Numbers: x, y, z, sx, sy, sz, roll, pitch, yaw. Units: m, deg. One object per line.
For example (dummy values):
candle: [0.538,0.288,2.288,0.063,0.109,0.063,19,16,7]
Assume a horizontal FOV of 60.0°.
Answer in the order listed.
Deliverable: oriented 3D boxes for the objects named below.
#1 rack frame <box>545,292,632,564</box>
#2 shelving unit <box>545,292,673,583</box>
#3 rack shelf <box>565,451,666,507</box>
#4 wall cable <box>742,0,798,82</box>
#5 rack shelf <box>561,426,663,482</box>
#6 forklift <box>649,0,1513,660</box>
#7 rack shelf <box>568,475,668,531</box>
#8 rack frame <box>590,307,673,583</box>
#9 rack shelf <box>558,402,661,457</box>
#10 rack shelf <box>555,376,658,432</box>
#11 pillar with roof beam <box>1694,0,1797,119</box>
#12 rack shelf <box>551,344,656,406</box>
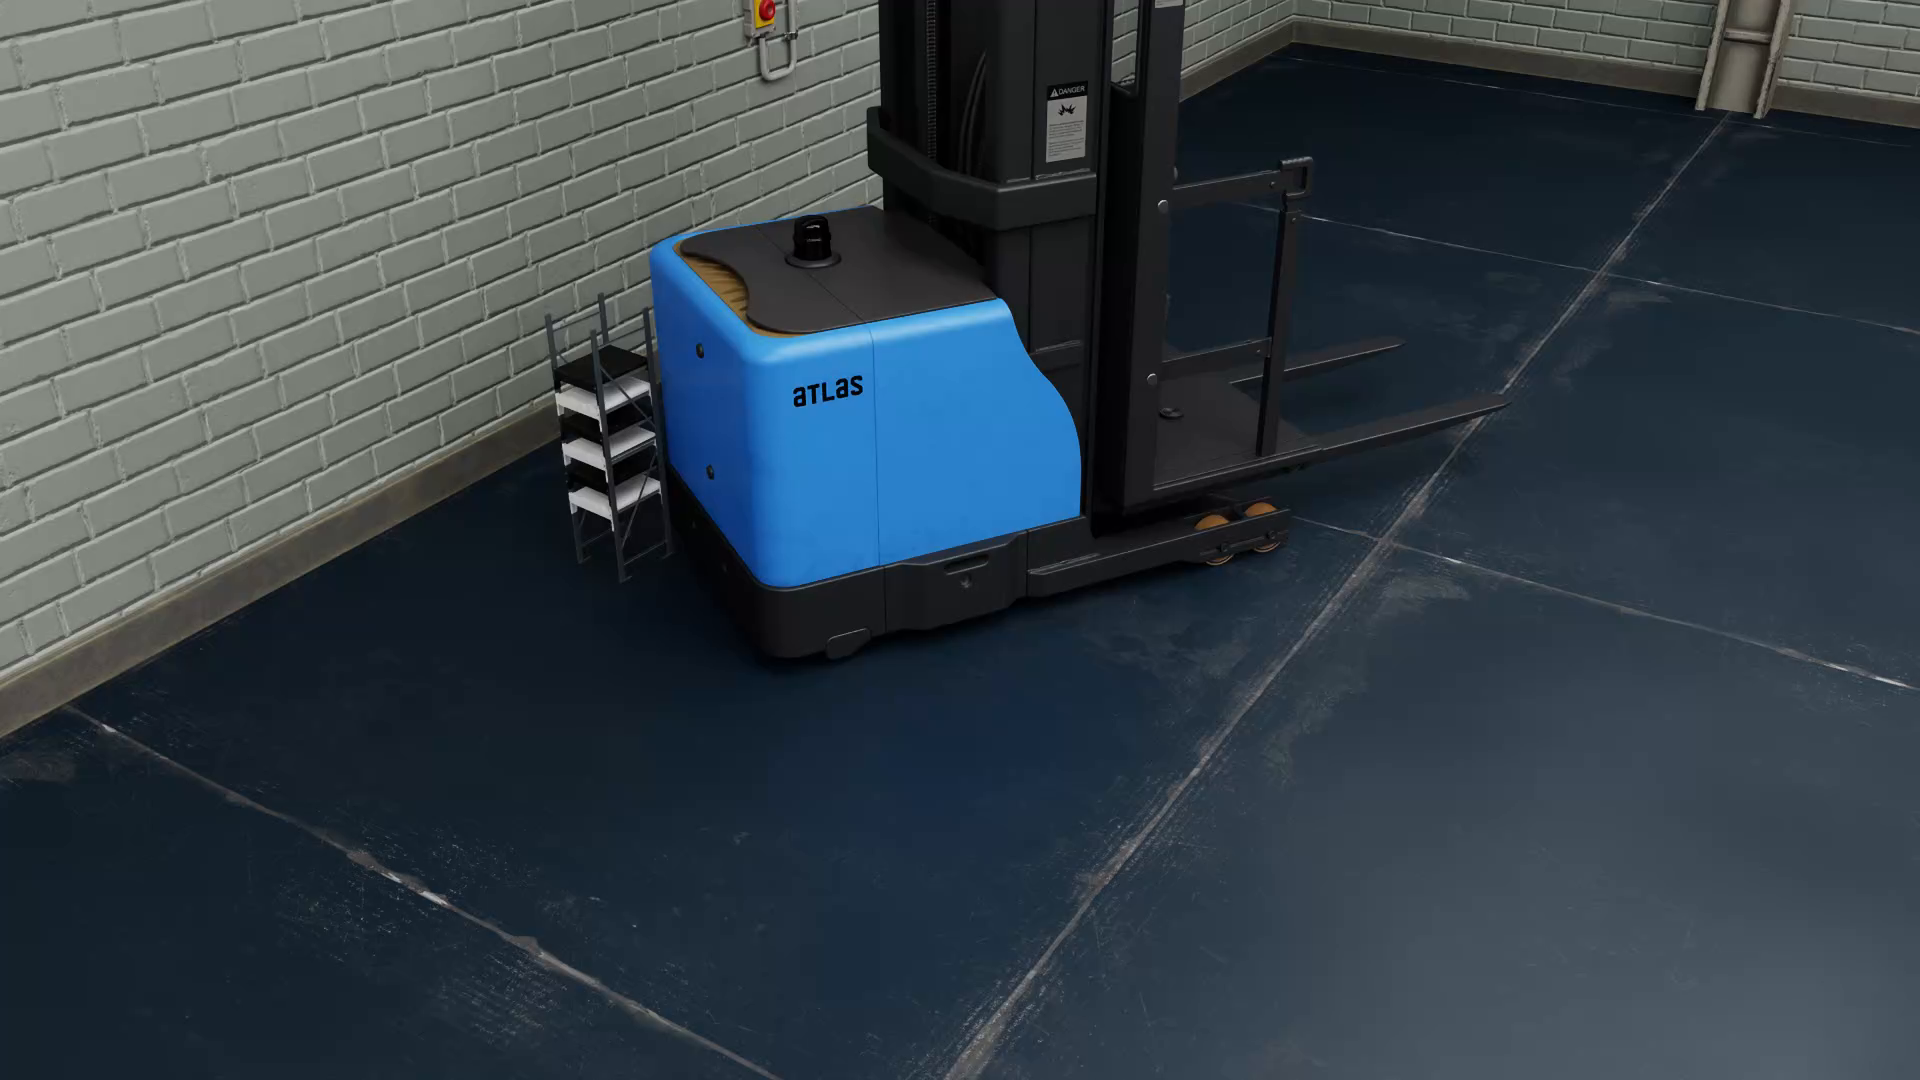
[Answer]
rack frame: [-1.215,-0.356,5.467,0.006,0.900,0.240,21,36,31]
shelving unit: [-1.134,-0.325,5.415,0.210,0.900,0.258,21,36,31]
rack shelf: [-1.134,-0.219,5.477,0.200,0.077,0.258,21,36,31]
wall cable: [-0.803,-2.715,6.387,0.123,1.953,0.585,18,35,27]
rack shelf: [-1.134,-0.297,5.431,0.200,0.077,0.258,21,36,31]
forklift: [0.558,-1.405,5.250,3.031,2.935,1.130,-14,33,-23]
rack shelf: [-1.134,-0.141,5.522,0.200,0.077,0.258,21,36,31]
rack frame: [-1.052,-0.295,5.362,0.006,0.900,0.240,21,36,31]
rack shelf: [-1.134,-0.374,5.386,0.200,0.077,0.258,21,36,31]
rack shelf: [-1.134,-0.452,5.341,0.200,0.077,0.258,21,36,31]
pillar with roof beam: [2.528,-4.742,4.948,0.400,9.000,9.100,18,35,27]
rack shelf: [-1.134,-0.530,5.295,0.200,0.077,0.258,21,36,31]
